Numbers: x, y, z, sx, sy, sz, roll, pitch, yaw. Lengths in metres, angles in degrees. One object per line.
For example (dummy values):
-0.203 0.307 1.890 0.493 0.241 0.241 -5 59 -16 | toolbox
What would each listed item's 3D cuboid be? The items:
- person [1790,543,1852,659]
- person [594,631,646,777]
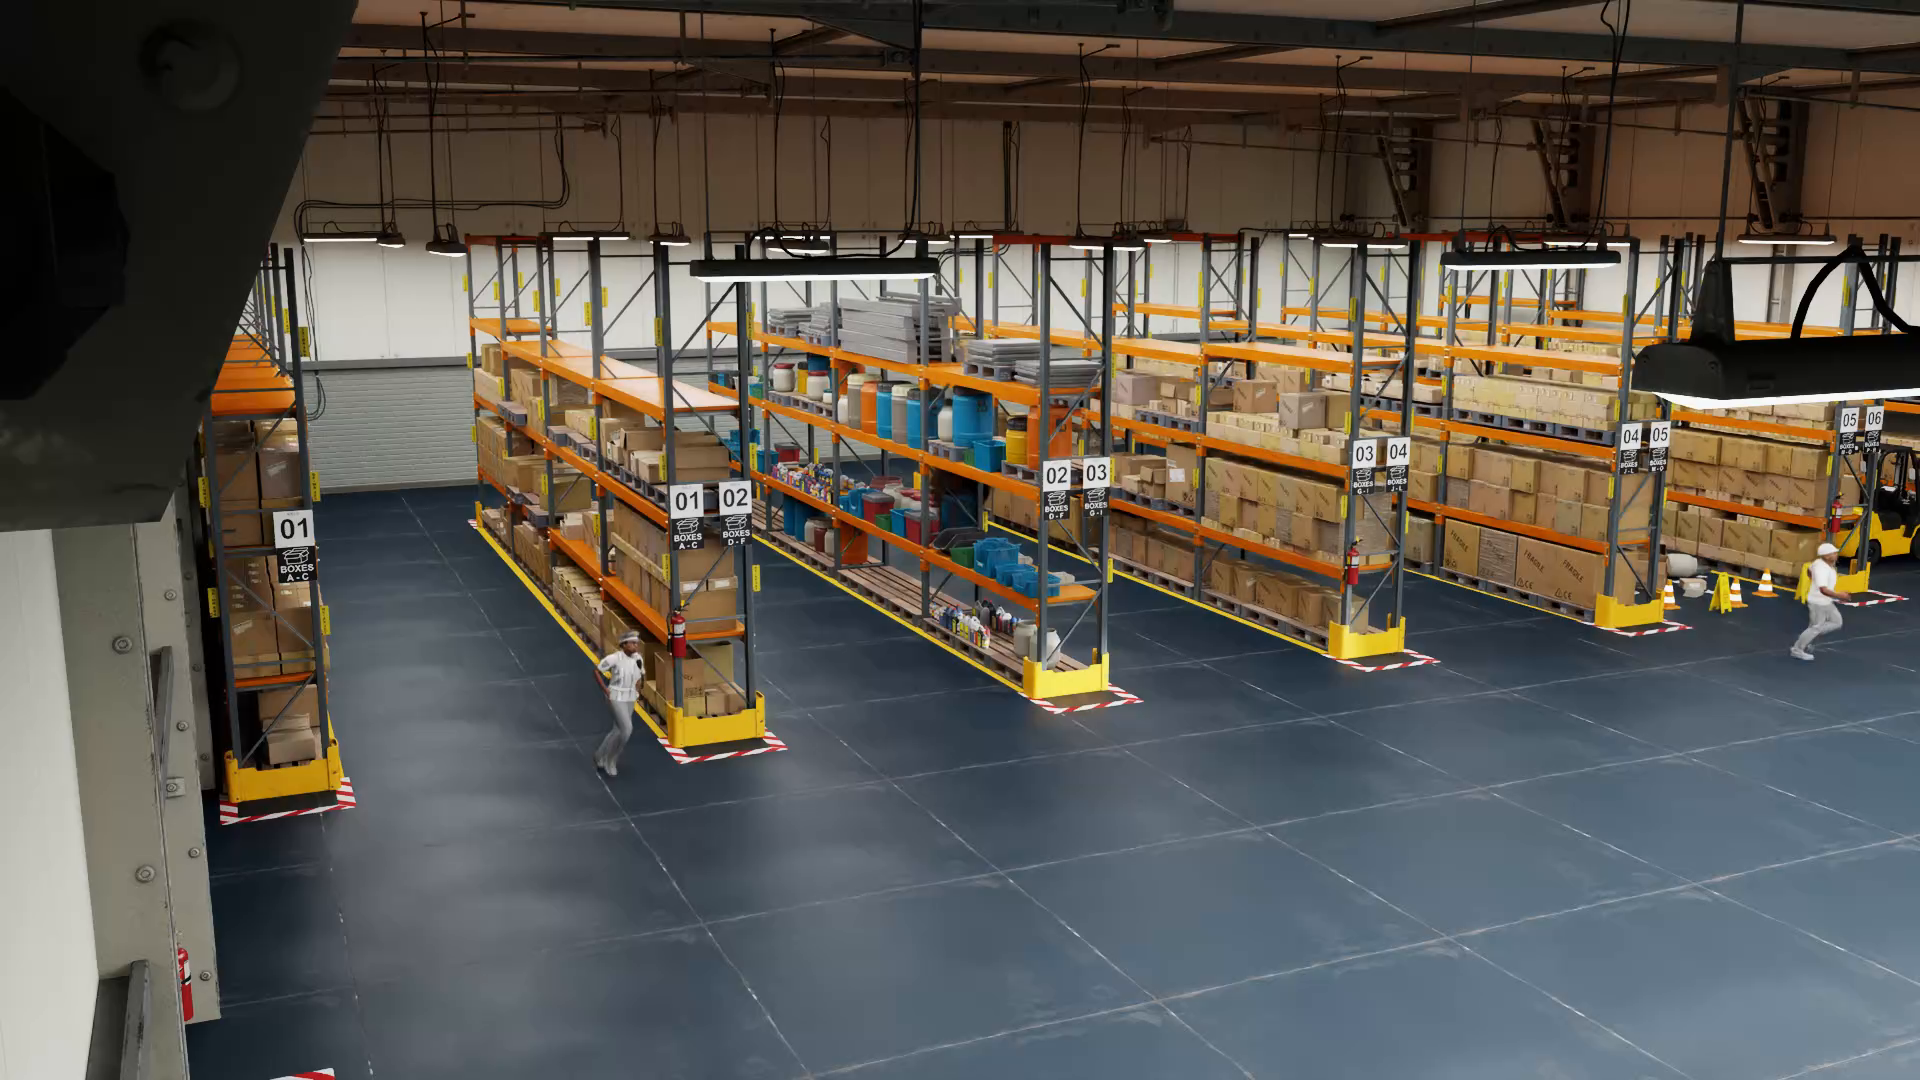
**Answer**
12.470 0.884 24.015 0.723 1.714 0.723 7 13 31 | person
-3.936 1.866 19.280 0.658 1.668 0.642 8 14 36 | person
